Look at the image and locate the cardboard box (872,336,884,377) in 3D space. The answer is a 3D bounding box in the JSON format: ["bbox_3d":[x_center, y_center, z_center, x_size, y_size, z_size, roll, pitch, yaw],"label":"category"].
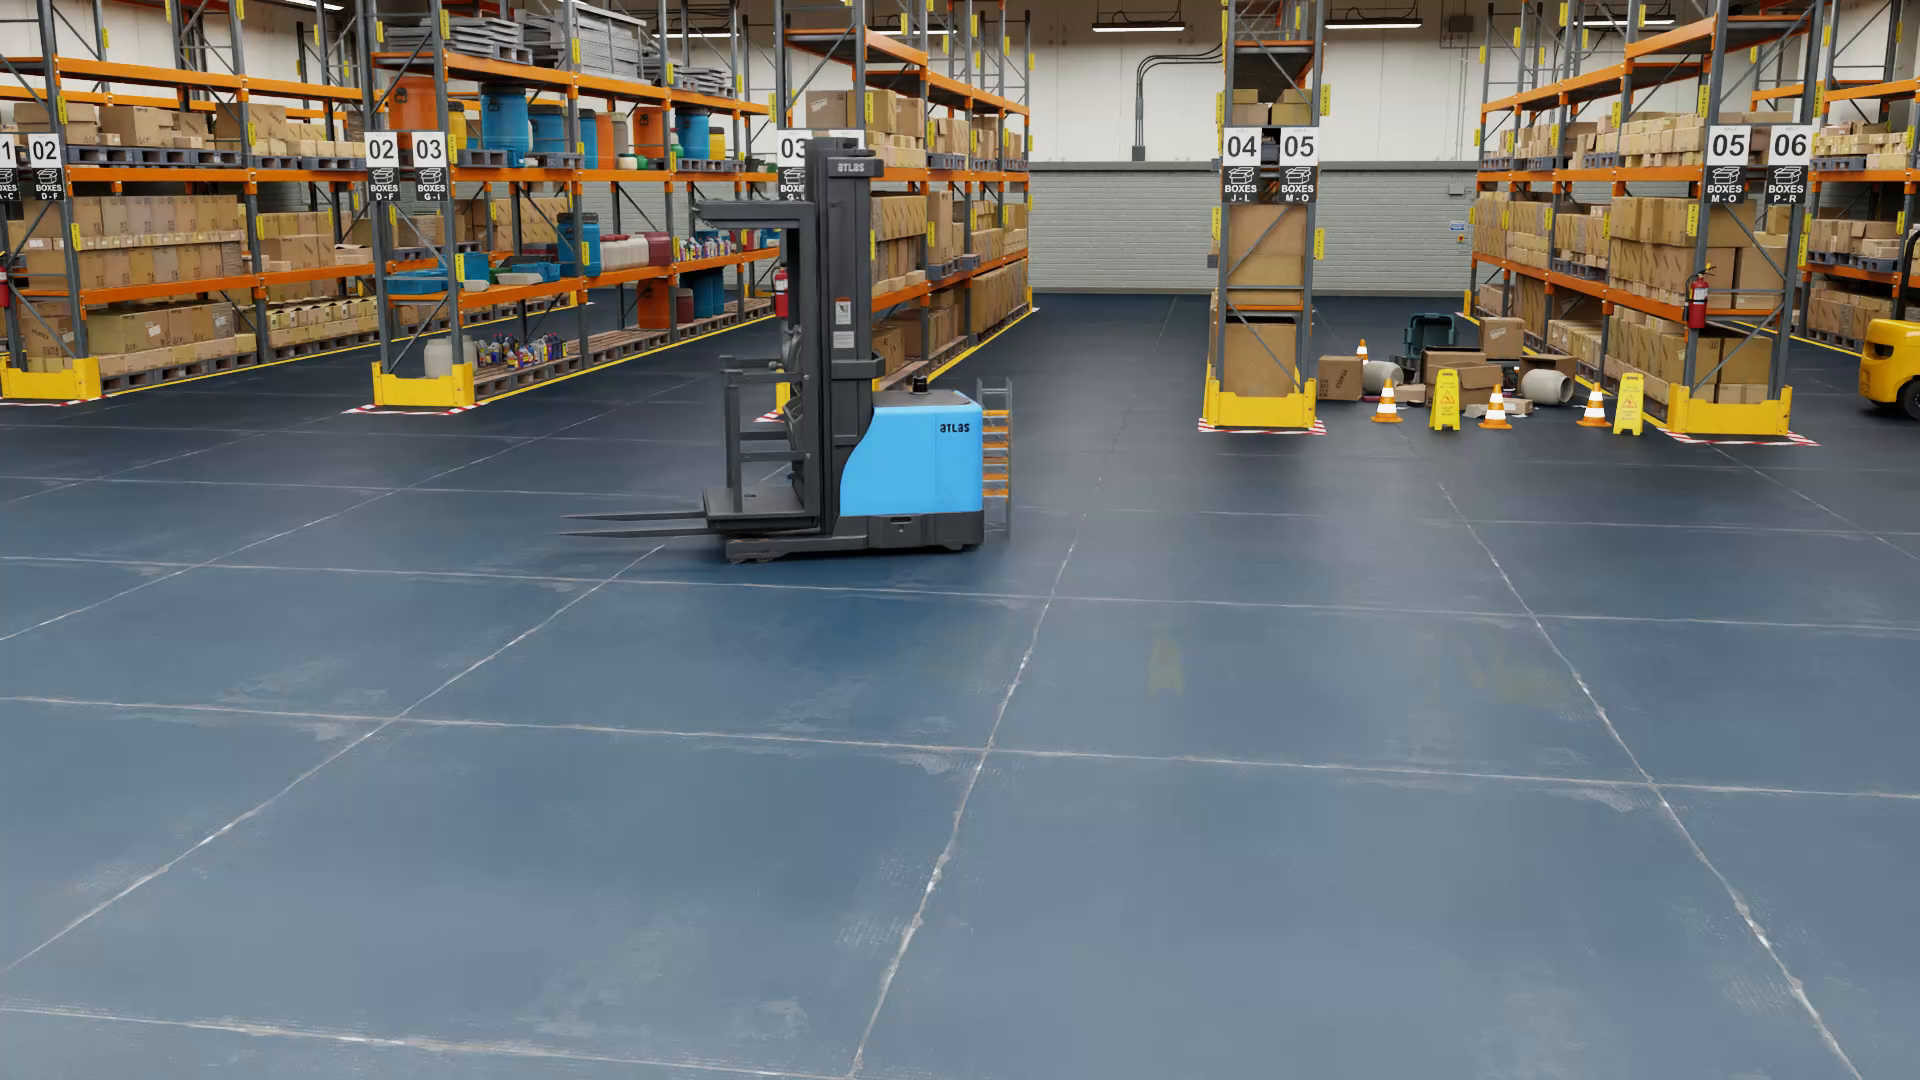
[{"bbox_3d":[-1.267,-2.305,21.007,0.500,0.500,0.500,3,13,14],"label":"cardboard box"}]

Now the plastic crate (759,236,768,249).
[{"bbox_3d":[-4.049,-5.940,33.192,0.416,0.233,0.300,2,12,9],"label":"plastic crate"}]

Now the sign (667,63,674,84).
[{"bbox_3d":[-4.672,-7.522,26.801,0.100,0.325,0.005,2,12,9],"label":"sign"}]

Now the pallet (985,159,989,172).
[{"bbox_3d":[-0.107,-6.345,28.145,1.003,0.211,1.213,2,12,11],"label":"pallet"}]

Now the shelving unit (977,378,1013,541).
[{"bbox_3d":[0.254,-0.602,12.440,0.258,1.200,0.189,-1,12,-6],"label":"shelving unit"}]

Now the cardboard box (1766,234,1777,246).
[{"bbox_3d":[15.059,-5.456,30.338,0.500,0.250,0.500,2,12,7],"label":"cardboard box"}]

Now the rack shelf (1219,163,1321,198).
[{"bbox_3d":[3.640,-4.287,19.851,1.077,0.370,4.000,2,12,9],"label":"rack shelf"}]

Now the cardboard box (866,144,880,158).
[{"bbox_3d":[-1.224,-4.422,19.129,0.500,0.250,0.500,2,12,10],"label":"cardboard box"}]

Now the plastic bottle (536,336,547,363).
[{"bbox_3d":[-5.725,-2.600,22.682,0.144,0.351,0.185,2,12,8],"label":"plastic bottle"}]

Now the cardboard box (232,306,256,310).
[{"bbox_3d":[-10.873,-3.429,25.484,0.500,0.311,0.500,2,12,10],"label":"cardboard box"}]

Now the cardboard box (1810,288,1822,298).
[{"bbox_3d":[14.672,-4.189,28.206,0.380,0.149,0.250,2,12,11],"label":"cardboard box"}]

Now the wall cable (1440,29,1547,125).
[{"bbox_3d":[12.039,-10.048,37.757,2.355,3.000,0.029,2,12,9],"label":"wall cable"}]

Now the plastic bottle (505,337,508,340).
[{"bbox_3d":[-6.337,-2.694,23.294,0.152,0.276,0.135,2,12,11],"label":"plastic bottle"}]

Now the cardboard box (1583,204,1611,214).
[{"bbox_3d":[9.787,-4.914,25.564,0.500,0.500,0.500,1,12,7],"label":"cardboard box"}]

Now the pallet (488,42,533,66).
[{"bbox_3d":[-6.117,-6.148,21.059,1.003,0.211,1.213,2,12,9],"label":"pallet"}]

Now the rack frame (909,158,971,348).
[{"bbox_3d":[-0.323,-4.603,26.731,1.000,3.000,0.127,2,12,9],"label":"rack frame"}]

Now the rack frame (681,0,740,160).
[{"bbox_3d":[-4.602,-8.529,30.707,1.000,3.000,0.127,2,12,9],"label":"rack frame"}]

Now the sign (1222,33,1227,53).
[{"bbox_3d":[4.645,-8.703,29.112,0.100,0.325,0.005,2,12,9],"label":"sign"}]

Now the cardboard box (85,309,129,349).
[{"bbox_3d":[-11.413,-2.817,22.193,0.500,0.500,0.500,2,12,9],"label":"cardboard box"}]

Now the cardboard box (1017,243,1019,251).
[{"bbox_3d":[0.943,-5.742,32.614,0.380,0.149,0.250,2,12,10],"label":"cardboard box"}]

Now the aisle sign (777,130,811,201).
[{"bbox_3d":[-1.859,-4.205,18.715,0.394,0.787,0.004,2,12,9],"label":"aisle sign"}]

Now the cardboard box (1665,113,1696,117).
[{"bbox_3d":[9.407,-5.504,21.967,0.500,0.250,0.500,2,12,7],"label":"cardboard box"}]

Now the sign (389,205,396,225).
[{"bbox_3d":[-9.562,-5.473,28.021,0.100,0.325,0.005,2,12,9],"label":"sign"}]

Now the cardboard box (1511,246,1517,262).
[{"bbox_3d":[9.678,-4.850,28.235,0.500,0.250,0.500,2,12,7],"label":"cardboard box"}]

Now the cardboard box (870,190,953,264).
[{"bbox_3d":[-0.677,-4.429,23.506,1.000,1.000,1.000,2,12,9],"label":"cardboard box"}]

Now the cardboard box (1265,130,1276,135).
[{"bbox_3d":[4.047,-5.165,20.635,0.500,0.250,0.500,2,12,8],"label":"cardboard box"}]

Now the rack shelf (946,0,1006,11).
[{"bbox_3d":[-0.015,-9.225,27.756,1.077,0.370,4.000,2,12,9],"label":"rack shelf"}]

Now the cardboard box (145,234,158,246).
[{"bbox_3d":[-10.872,-3.968,22.008,0.380,0.149,0.250,2,12,8],"label":"cardboard box"}]

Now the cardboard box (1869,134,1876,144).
[{"bbox_3d":[14.335,-6.206,25.754,0.380,0.149,0.250,2,12,9],"label":"cardboard box"}]

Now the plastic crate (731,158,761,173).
[{"bbox_3d":[-4.140,-7.248,32.195,0.497,0.269,0.590,2,12,9],"label":"plastic crate"}]

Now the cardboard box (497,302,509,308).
[{"bbox_3d":[-9.217,-4.738,32.697,0.500,0.311,0.500,2,12,9],"label":"cardboard box"}]

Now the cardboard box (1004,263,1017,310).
[{"bbox_3d":[0.611,-4.924,32.269,0.875,0.875,0.875,2,12,9],"label":"cardboard box"}]

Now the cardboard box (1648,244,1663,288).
[{"bbox_3d":[8.212,-3.141,19.003,0.500,0.500,0.500,2,12,8],"label":"cardboard box"}]

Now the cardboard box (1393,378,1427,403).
[{"bbox_3d":[5.503,-1.834,20.374,0.396,0.266,0.258,4,13,18],"label":"cardboard box"}]

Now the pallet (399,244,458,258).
[{"bbox_3d":[-9.816,-5.236,30.123,1.003,0.211,1.213,2,12,9],"label":"pallet"}]

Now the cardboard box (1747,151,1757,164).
[{"bbox_3d":[8.563,-4.076,17.762,0.380,0.149,0.250,1,12,7],"label":"cardboard box"}]

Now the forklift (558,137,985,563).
[{"bbox_3d":[-1.389,-1.388,11.975,3.031,2.935,1.130,-2,12,-10],"label":"forklift"}]

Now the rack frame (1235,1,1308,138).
[{"bbox_3d":[3.947,-6.521,21.392,1.000,3.000,0.127,2,12,9],"label":"rack frame"}]

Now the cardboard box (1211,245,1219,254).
[{"bbox_3d":[4.184,-4.621,26.415,0.380,0.149,0.250,2,12,10],"label":"cardboard box"}]

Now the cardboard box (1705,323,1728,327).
[{"bbox_3d":[8.874,-2.333,19.947,0.500,0.500,0.500,3,12,12],"label":"cardboard box"}]

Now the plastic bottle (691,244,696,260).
[{"bbox_3d":[-4.644,-4.996,28.859,0.097,0.271,0.097,0,12,0],"label":"plastic bottle"}]

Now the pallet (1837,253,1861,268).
[{"bbox_3d":[14.669,-4.433,26.397,1.003,0.211,1.213,2,12,9],"label":"pallet"}]

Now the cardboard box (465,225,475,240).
[{"bbox_3d":[-9.672,-5.918,32.598,0.500,0.500,0.500,2,12,10],"label":"cardboard box"}]

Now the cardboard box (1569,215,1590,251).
[{"bbox_3d":[9.023,-4.376,23.736,0.500,0.500,0.500,2,12,10],"label":"cardboard box"}]

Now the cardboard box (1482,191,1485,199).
[{"bbox_3d":[10.248,-6.629,31.985,0.380,0.149,0.250,2,12,10],"label":"cardboard box"}]

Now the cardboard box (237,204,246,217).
[{"bbox_3d":[-14.210,-6.382,32.216,0.500,0.250,0.500,2,12,10],"label":"cardboard box"}]

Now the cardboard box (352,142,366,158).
[{"bbox_3d":[-10.125,-6.426,27.432,0.500,0.250,0.500,1,12,4],"label":"cardboard box"}]

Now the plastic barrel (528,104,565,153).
[{"bbox_3d":[-5.968,-5.755,23.767,0.600,0.901,0.708,2,12,9],"label":"plastic barrel"}]

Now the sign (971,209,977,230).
[{"bbox_3d":[0.215,-5.114,26.544,0.100,0.325,0.005,2,12,9],"label":"sign"}]

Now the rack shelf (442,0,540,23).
[{"bbox_3d":[-9.188,-10.379,33.113,1.077,0.370,4.000,2,12,9],"label":"rack shelf"}]

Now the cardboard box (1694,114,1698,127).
[{"bbox_3d":[8.077,-4.482,17.754,0.380,0.149,0.250,2,12,10],"label":"cardboard box"}]

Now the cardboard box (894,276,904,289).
[{"bbox_3d":[-0.926,-3.281,21.195,0.380,0.149,0.250,2,12,9],"label":"cardboard box"}]

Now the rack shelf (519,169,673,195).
[{"bbox_3d":[-5.524,-5.462,25.303,1.077,0.370,4.000,2,12,9],"label":"rack shelf"}]

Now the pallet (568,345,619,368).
[{"bbox_3d":[-5.750,-2.732,24.670,1.003,0.211,1.213,2,12,9],"label":"pallet"}]
